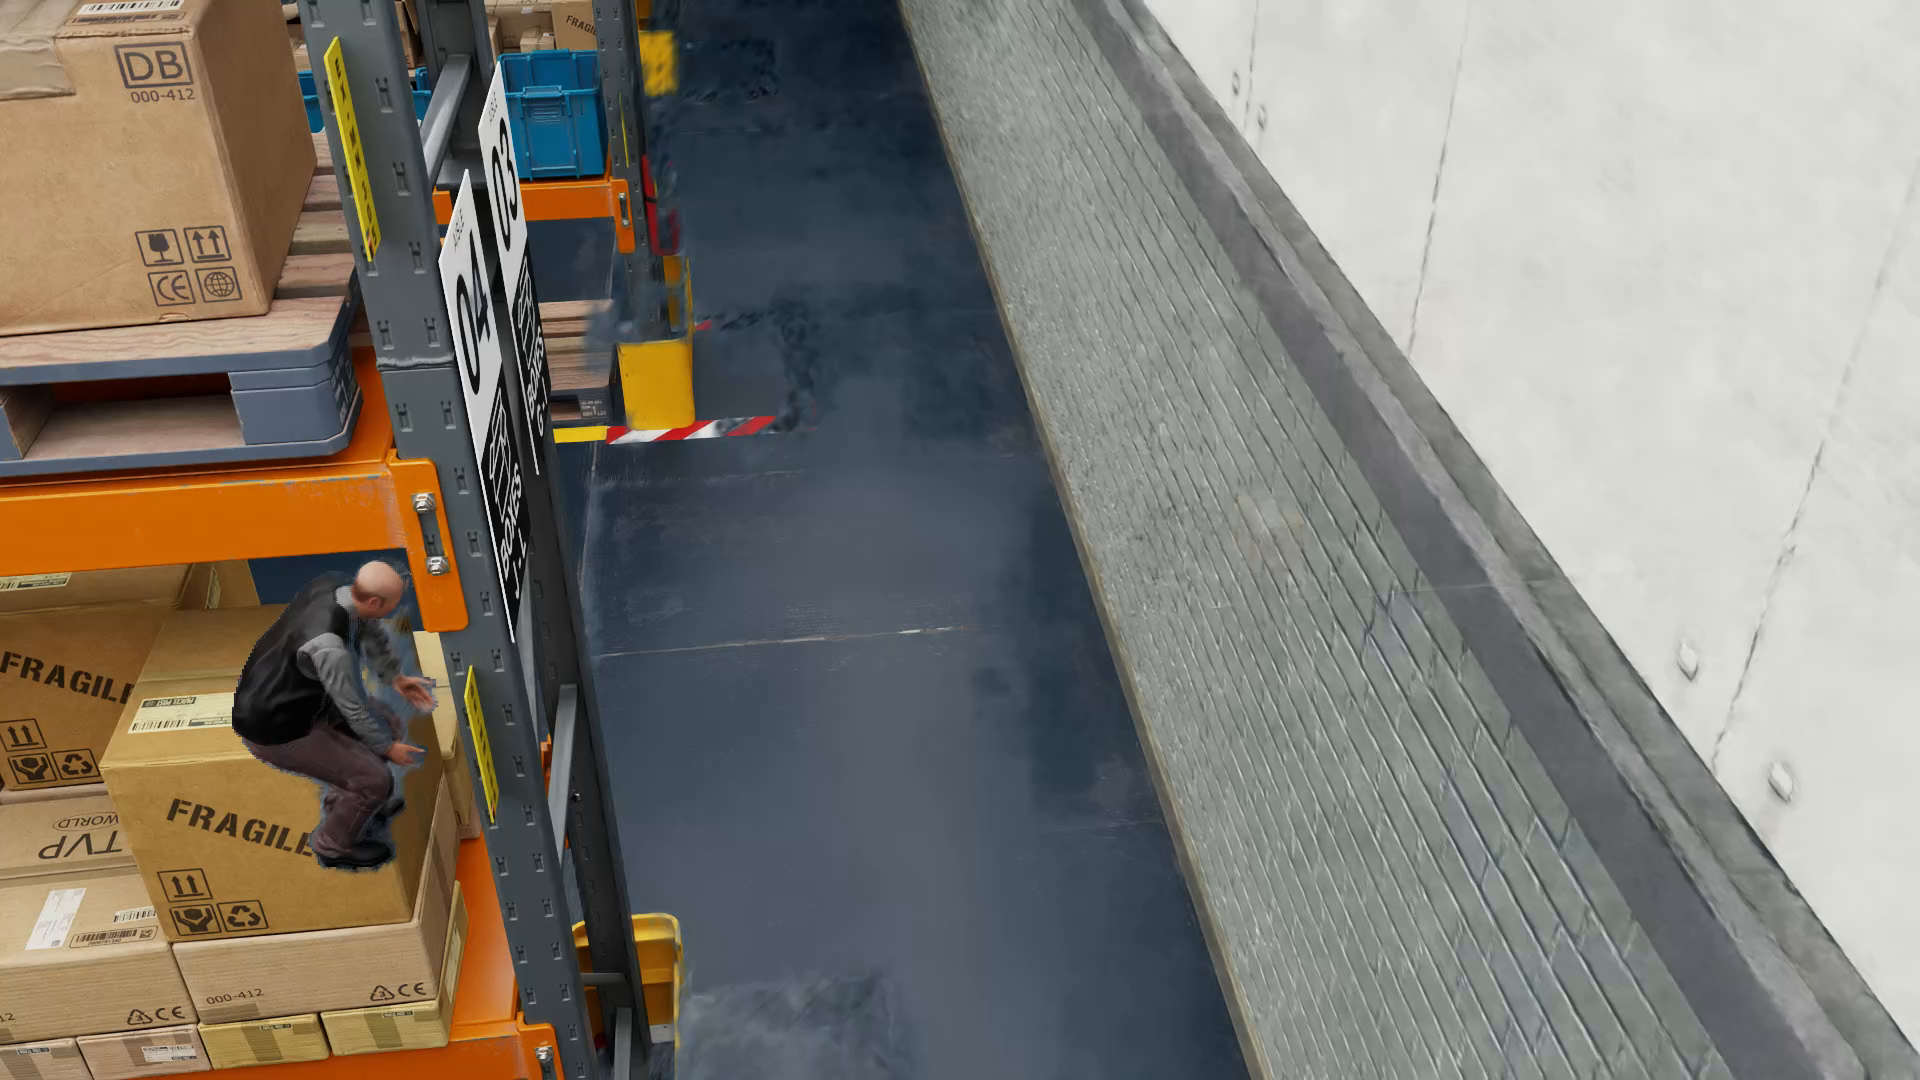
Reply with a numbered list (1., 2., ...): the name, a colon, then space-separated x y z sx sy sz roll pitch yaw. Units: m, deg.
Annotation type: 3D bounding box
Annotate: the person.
1. person: 0.954 -0.472 7.187 0.743 1.345 0.590 -4 35 -6
